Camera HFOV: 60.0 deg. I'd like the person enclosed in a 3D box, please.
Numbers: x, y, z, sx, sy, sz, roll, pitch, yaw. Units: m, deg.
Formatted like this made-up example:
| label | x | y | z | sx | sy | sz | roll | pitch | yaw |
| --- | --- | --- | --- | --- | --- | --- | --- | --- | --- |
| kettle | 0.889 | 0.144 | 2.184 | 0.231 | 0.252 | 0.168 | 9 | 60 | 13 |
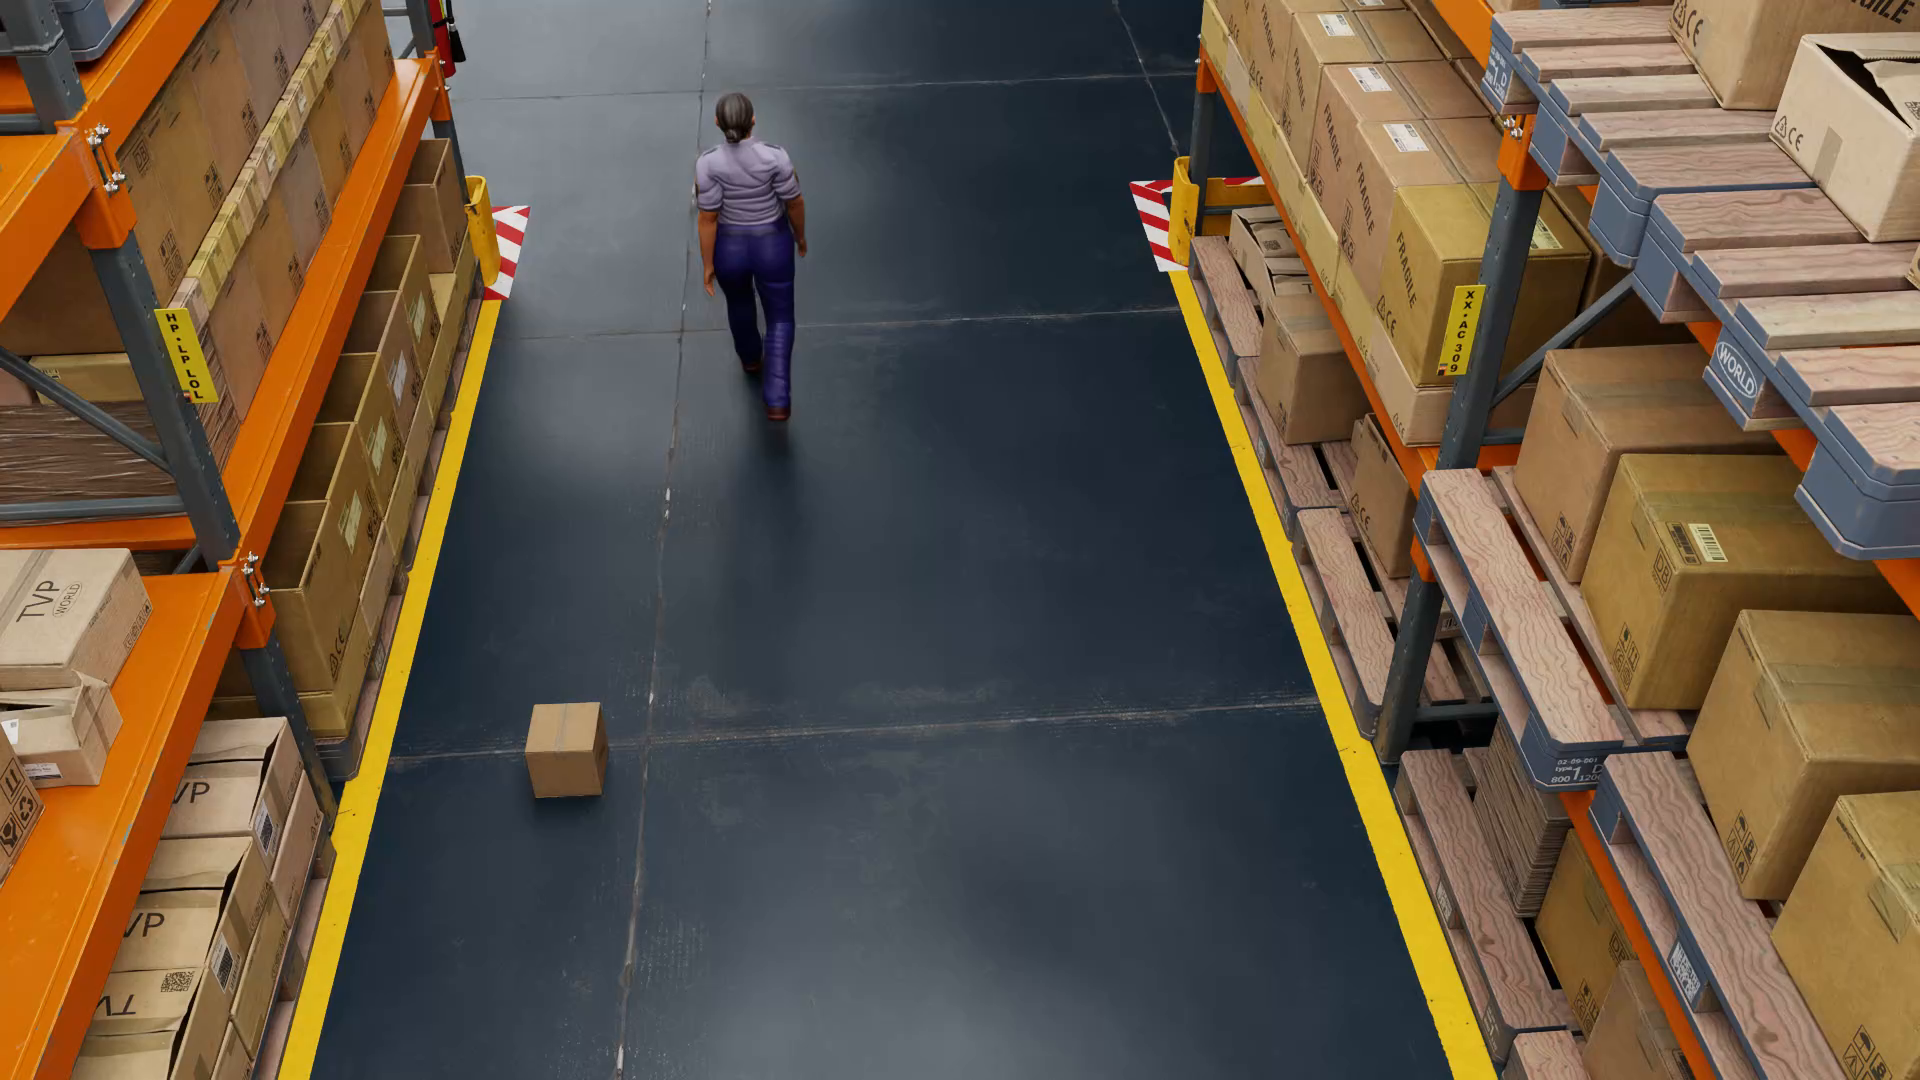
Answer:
| label | x | y | z | sx | sy | sz | roll | pitch | yaw |
| --- | --- | --- | --- | --- | --- | --- | --- | --- | --- |
| person | -0.965 | -1.364 | 7.821 | 0.488 | 1.600 | 0.948 | -3 | 39 | -3 |
